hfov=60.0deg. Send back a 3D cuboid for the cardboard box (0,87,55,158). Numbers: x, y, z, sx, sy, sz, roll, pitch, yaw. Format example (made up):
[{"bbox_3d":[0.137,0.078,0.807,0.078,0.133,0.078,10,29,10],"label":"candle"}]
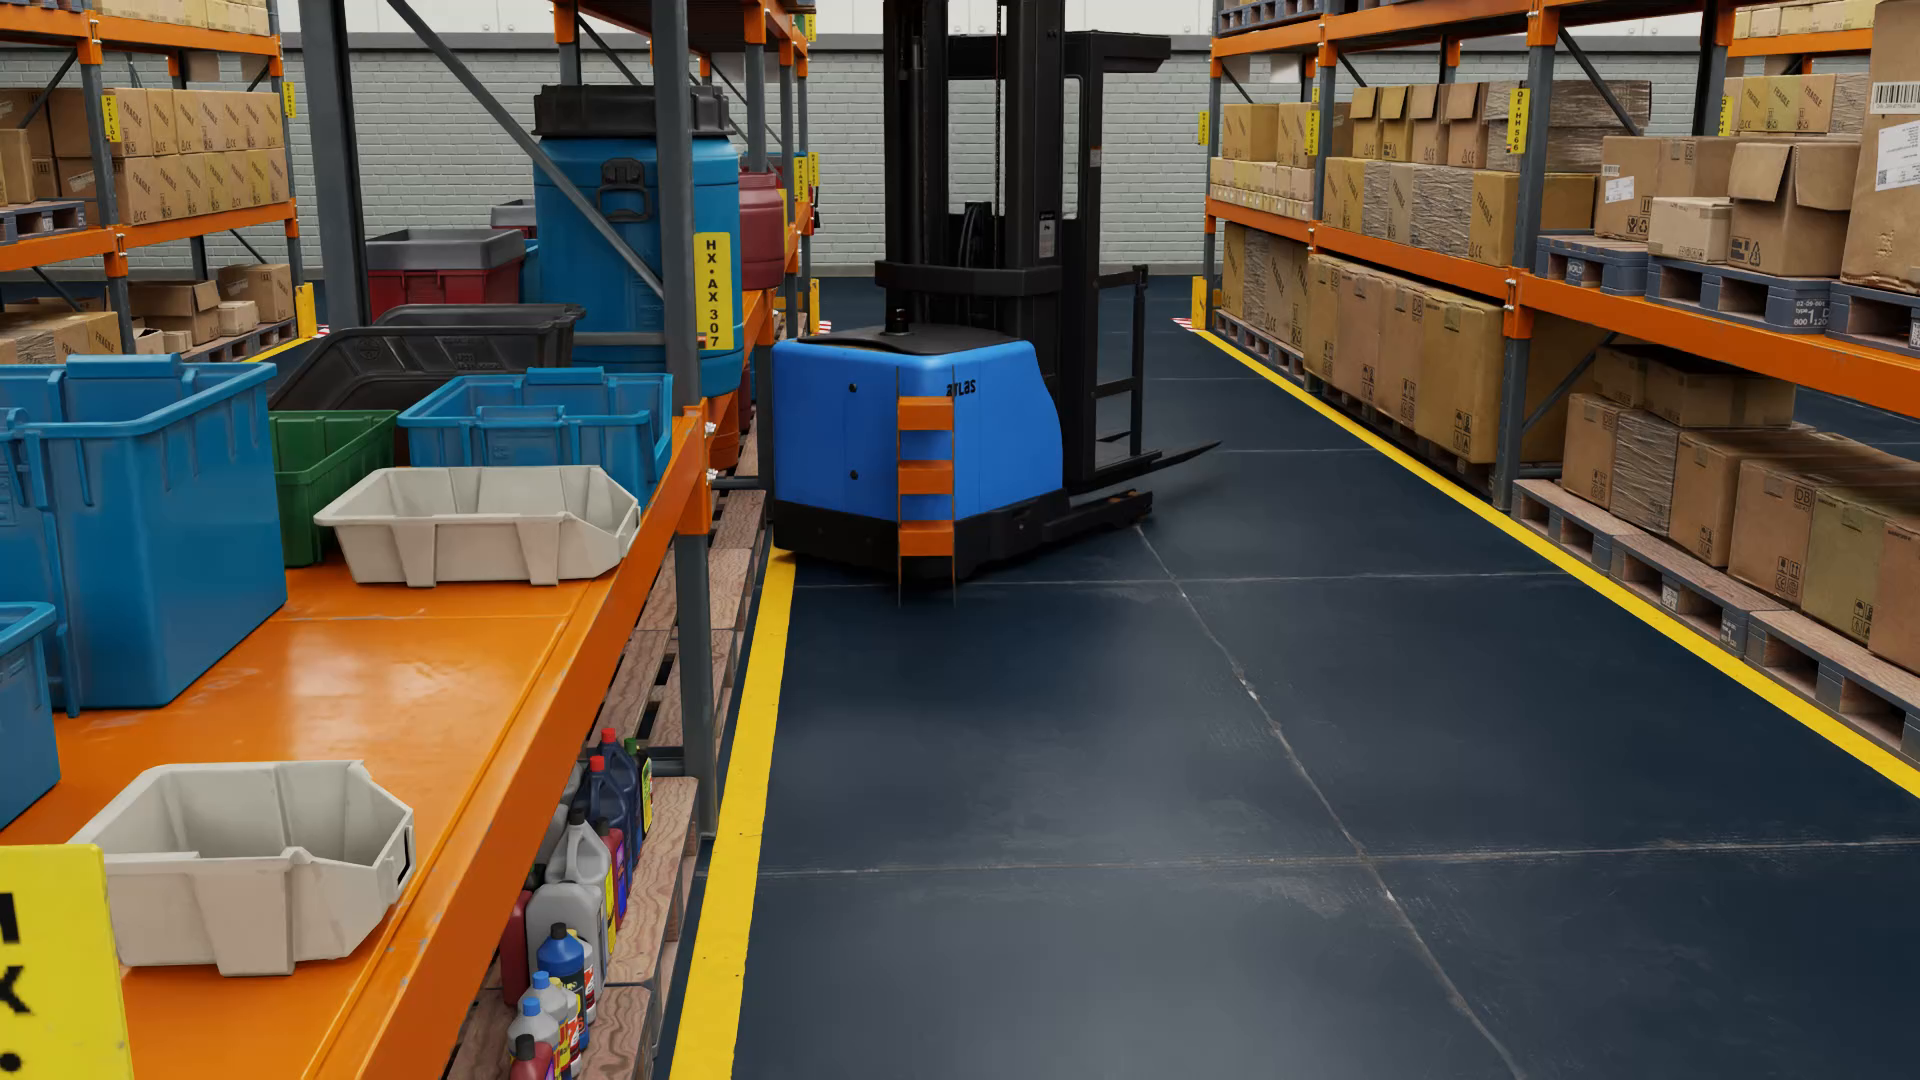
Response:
[{"bbox_3d":[-6.969,-3.124,12.442,0.500,0.500,0.500,-1,14,-3],"label":"cardboard box"}]

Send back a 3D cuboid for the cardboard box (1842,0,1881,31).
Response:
[{"bbox_3d":[7.814,-4.422,13.974,0.500,0.250,0.500,-1,14,-4],"label":"cardboard box"}]

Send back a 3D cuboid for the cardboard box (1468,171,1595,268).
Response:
[{"bbox_3d":[3.179,-1.794,9.280,0.500,0.500,0.500,0,14,-2],"label":"cardboard box"}]

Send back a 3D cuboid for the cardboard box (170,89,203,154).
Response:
[{"bbox_3d":[-6.491,-3.380,13.437,0.500,0.500,0.500,-1,14,-5],"label":"cardboard box"}]

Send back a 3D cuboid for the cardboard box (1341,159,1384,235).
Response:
[{"bbox_3d":[3.020,-2.427,11.739,0.500,0.500,0.500,-1,14,-3],"label":"cardboard box"}]

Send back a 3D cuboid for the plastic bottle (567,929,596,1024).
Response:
[{"bbox_3d":[-0.839,0.939,3.588,0.097,0.201,0.097,0,14,0],"label":"plastic bottle"}]

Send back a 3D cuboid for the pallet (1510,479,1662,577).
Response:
[{"bbox_3d":[3.503,-0.082,8.423,1.003,0.211,1.213,-1,14,-3],"label":"pallet"}]

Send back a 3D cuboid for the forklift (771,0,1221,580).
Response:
[{"bbox_3d":[0.378,-1.543,8.642,1.130,2.935,3.031,11,18,36],"label":"forklift"}]

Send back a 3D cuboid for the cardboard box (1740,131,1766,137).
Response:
[{"bbox_3d":[7.728,-3.612,15.747,0.500,0.500,0.500,-1,14,-3],"label":"cardboard box"}]

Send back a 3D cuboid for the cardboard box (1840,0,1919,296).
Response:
[{"bbox_3d":[3.795,-1.326,5.613,1.000,1.000,1.000,-1,14,-3],"label":"cardboard box"}]

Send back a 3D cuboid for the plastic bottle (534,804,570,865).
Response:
[{"bbox_3d":[-1.046,0.762,4.128,0.152,0.276,0.135,-1,14,-3],"label":"plastic bottle"}]

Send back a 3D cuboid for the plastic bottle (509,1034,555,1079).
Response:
[{"bbox_3d":[-0.788,1.029,3.075,0.061,0.283,0.133,-1,14,-3],"label":"plastic bottle"}]

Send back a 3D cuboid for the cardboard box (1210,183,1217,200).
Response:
[{"bbox_3d":[2.653,-3.402,16.232,0.380,0.149,0.250,-1,14,-3],"label":"cardboard box"}]

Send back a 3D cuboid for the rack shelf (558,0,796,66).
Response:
[{"bbox_3d":[-1.611,-3.152,10.182,1.077,0.370,4.000,-1,14,-3],"label":"rack shelf"}]

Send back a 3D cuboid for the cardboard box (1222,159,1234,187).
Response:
[{"bbox_3d":[2.760,-3.435,15.563,0.500,0.250,0.500,-1,14,-4],"label":"cardboard box"}]

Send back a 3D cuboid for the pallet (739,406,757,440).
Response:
[{"bbox_3d":[-1.650,-0.698,10.817,1.003,0.211,1.213,-1,14,-3],"label":"pallet"}]

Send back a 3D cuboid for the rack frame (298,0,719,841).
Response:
[{"bbox_3d":[-1.239,-0.556,4.667,1.000,3.000,0.127,-1,14,-3],"label":"rack frame"}]

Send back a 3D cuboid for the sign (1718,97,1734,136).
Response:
[{"bbox_3d":[3.998,-2.160,8.738,0.100,0.325,0.005,-1,14,-3],"label":"sign"}]

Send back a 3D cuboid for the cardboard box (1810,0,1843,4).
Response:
[{"bbox_3d":[7.771,-4.796,14.424,0.500,0.250,0.500,-1,14,-6],"label":"cardboard box"}]

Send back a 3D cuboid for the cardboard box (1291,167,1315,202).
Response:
[{"bbox_3d":[2.919,-2.799,13.090,0.500,0.250,0.500,-1,14,-4],"label":"cardboard box"}]

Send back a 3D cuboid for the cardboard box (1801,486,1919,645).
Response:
[{"bbox_3d":[3.677,0.093,6.278,0.700,0.500,0.500,-1,14,-4],"label":"cardboard box"}]

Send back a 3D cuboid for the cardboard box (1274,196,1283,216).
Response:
[{"bbox_3d":[2.815,-2.763,13.749,0.380,0.149,0.250,-1,14,-2],"label":"cardboard box"}]

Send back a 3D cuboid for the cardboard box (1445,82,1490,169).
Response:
[{"bbox_3d":[3.390,-2.506,10.031,0.797,0.503,0.637,-1,14,-2],"label":"cardboard box"}]

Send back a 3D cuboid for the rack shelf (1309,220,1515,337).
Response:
[{"bbox_3d":[3.333,-1.776,10.853,1.077,0.370,4.000,-1,14,-3],"label":"rack shelf"}]

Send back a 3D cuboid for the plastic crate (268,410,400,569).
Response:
[{"bbox_3d":[-1.437,-0.111,3.364,0.450,0.188,0.662,-1,14,-3],"label":"plastic crate"}]

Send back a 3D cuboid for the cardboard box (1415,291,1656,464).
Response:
[{"bbox_3d":[3.434,-0.973,9.711,1.225,0.875,0.875,-2,15,-6],"label":"cardboard box"}]

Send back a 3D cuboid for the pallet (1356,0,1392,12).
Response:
[{"bbox_3d":[3.315,-3.755,11.464,0.805,0.209,1.217,-1,15,-6],"label":"pallet"}]

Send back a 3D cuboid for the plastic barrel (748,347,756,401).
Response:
[{"bbox_3d":[-1.674,-1.421,11.398,0.600,0.901,0.708,-1,14,-3],"label":"plastic barrel"}]

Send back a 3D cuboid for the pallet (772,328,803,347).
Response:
[{"bbox_3d":[-1.898,-1.681,14.638,1.003,0.211,1.213,-1,14,-3],"label":"pallet"}]

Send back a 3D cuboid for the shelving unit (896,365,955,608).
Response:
[{"bbox_3d":[-0.150,-0.234,7.325,0.252,1.050,0.215,0,15,-1],"label":"shelving unit"}]

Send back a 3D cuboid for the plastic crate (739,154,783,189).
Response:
[{"bbox_3d":[-1.540,-2.831,13.262,0.402,0.464,0.583,-1,14,-3],"label":"plastic crate"}]

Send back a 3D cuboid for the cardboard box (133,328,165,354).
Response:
[{"bbox_3d":[-6.489,-1.489,12.805,0.500,0.311,0.500,-1,14,-3],"label":"cardboard box"}]

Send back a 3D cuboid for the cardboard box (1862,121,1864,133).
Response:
[{"bbox_3d":[7.829,-3.591,13.660,0.500,0.500,0.500,-1,14,-5],"label":"cardboard box"}]

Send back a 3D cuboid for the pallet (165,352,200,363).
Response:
[{"bbox_3d":[-6.720,-1.290,13.118,1.003,0.211,1.213,-1,14,-3],"label":"pallet"}]

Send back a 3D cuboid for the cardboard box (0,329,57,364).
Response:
[{"bbox_3d":[-6.309,-1.106,10.940,0.500,0.500,0.500,-1,14,-3],"label":"cardboard box"}]

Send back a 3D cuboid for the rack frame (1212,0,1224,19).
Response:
[{"bbox_3d":[2.961,-6.522,15.816,1.000,3.000,0.127,-1,14,-3],"label":"rack frame"}]

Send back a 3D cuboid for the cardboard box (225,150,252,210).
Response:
[{"bbox_3d":[-6.566,-3.153,14.560,0.500,0.500,0.500,-1,14,-3],"label":"cardboard box"}]

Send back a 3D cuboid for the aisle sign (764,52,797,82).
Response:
[{"bbox_3d":[-1.695,-4.822,16.029,0.394,0.787,0.004,-1,14,-3],"label":"aisle sign"}]

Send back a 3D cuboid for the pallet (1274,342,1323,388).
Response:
[{"bbox_3d":[3.240,-1.462,13.784,1.003,0.211,1.213,-1,14,-3],"label":"pallet"}]

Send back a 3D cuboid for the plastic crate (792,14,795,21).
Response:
[{"bbox_3d":[-1.607,-4.355,13.943,0.437,0.136,0.530,-1,14,-3],"label":"plastic crate"}]

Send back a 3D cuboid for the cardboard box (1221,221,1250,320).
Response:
[{"bbox_3d":[3.080,-2.633,16.162,0.875,0.875,0.875,-1,14,-3],"label":"cardboard box"}]

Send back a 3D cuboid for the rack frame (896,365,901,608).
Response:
[{"bbox_3d":[-0.272,-0.233,7.322,0.008,1.050,0.200,0,15,-1],"label":"rack frame"}]

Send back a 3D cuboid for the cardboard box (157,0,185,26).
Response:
[{"bbox_3d":[-6.519,-4.224,13.203,0.500,0.250,0.500,-1,14,-3],"label":"cardboard box"}]

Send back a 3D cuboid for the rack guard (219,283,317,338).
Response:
[{"bbox_3d":[-6.922,-2.235,16.211,1.175,0.500,0.348,-1,14,-3],"label":"rack guard"}]

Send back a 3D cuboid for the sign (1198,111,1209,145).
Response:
[{"bbox_3d":[2.407,-4.067,16.418,0.100,0.325,0.005,-1,14,-3],"label":"sign"}]

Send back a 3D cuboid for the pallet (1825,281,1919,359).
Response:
[{"bbox_3d":[3.802,-0.732,5.736,1.003,0.211,1.213,-1,14,-3],"label":"pallet"}]

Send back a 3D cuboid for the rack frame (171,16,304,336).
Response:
[{"bbox_3d":[-6.927,-3.465,15.973,1.000,3.000,0.127,-1,14,-3],"label":"rack frame"}]

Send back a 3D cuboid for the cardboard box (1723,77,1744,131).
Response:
[{"bbox_3d":[7.680,-4.229,16.139,0.500,0.500,0.500,-1,14,-4],"label":"cardboard box"}]

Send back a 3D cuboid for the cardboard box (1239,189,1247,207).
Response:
[{"bbox_3d":[2.736,-3.082,14.989,0.380,0.149,0.250,-1,14,-4],"label":"cardboard box"}]

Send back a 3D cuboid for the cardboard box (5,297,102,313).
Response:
[{"bbox_3d":[-6.997,-1.610,12.897,0.500,0.500,0.500,-1,14,-3],"label":"cardboard box"}]

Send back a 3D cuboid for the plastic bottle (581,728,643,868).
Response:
[{"bbox_3d":[-0.912,0.670,4.337,0.144,0.351,0.185,-1,14,-5],"label":"plastic bottle"}]

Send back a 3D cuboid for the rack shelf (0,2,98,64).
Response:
[{"bbox_3d":[-6.555,-3.077,9.889,1.077,0.370,4.000,-1,14,-3],"label":"rack shelf"}]

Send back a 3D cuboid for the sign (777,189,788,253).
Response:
[{"bbox_3d":[-0.938,-1.640,8.553,0.100,0.325,0.005,-1,14,-3],"label":"sign"}]
